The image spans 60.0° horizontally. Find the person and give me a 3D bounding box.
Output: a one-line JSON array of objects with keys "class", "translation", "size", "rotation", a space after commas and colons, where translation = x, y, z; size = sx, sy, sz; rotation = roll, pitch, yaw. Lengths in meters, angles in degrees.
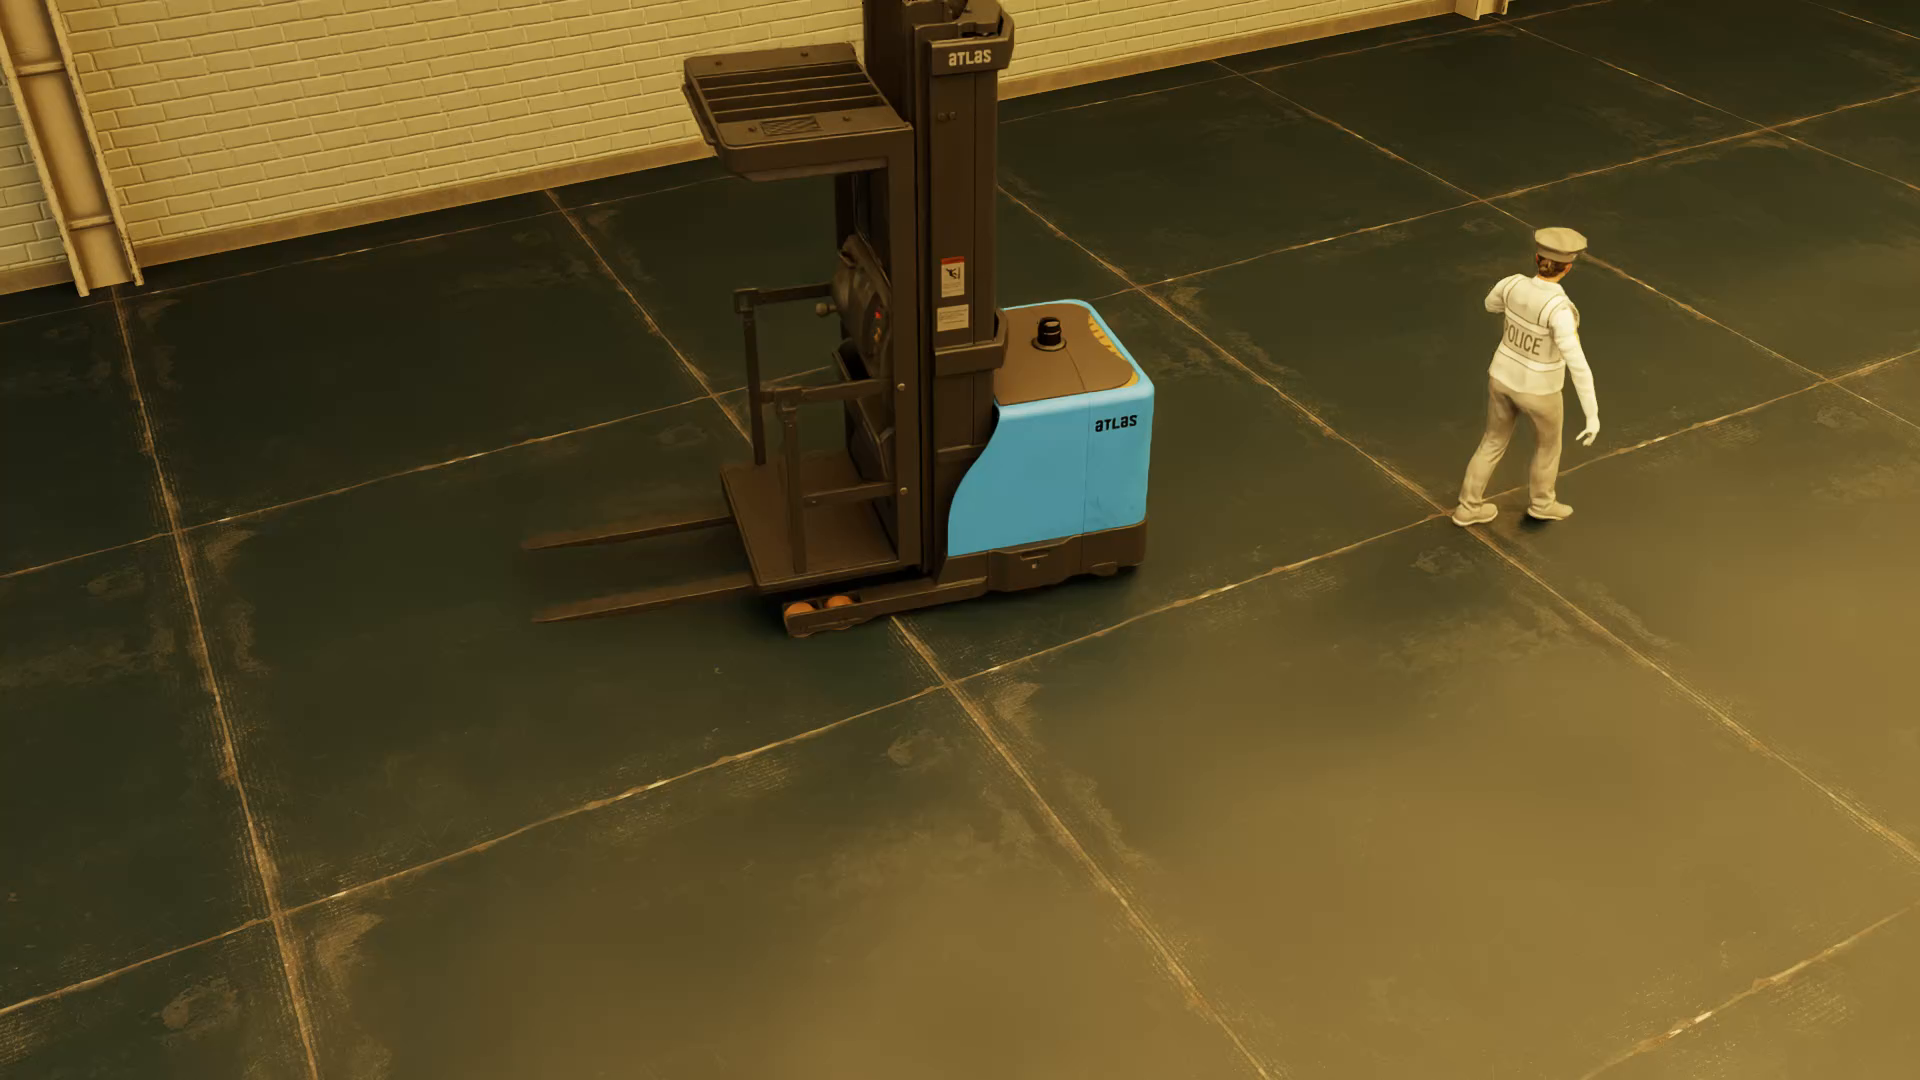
[{"class": "person", "translation": [2.938, -0.779, 8.375], "size": [0.660, 1.667, 0.919], "rotation": [-20, 40, -25]}]

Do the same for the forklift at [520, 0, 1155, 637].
[{"class": "forklift", "translation": [-0.638, -1.069, 7.636], "size": [3.031, 2.935, 1.130], "rotation": [-10, 36, -14]}]
